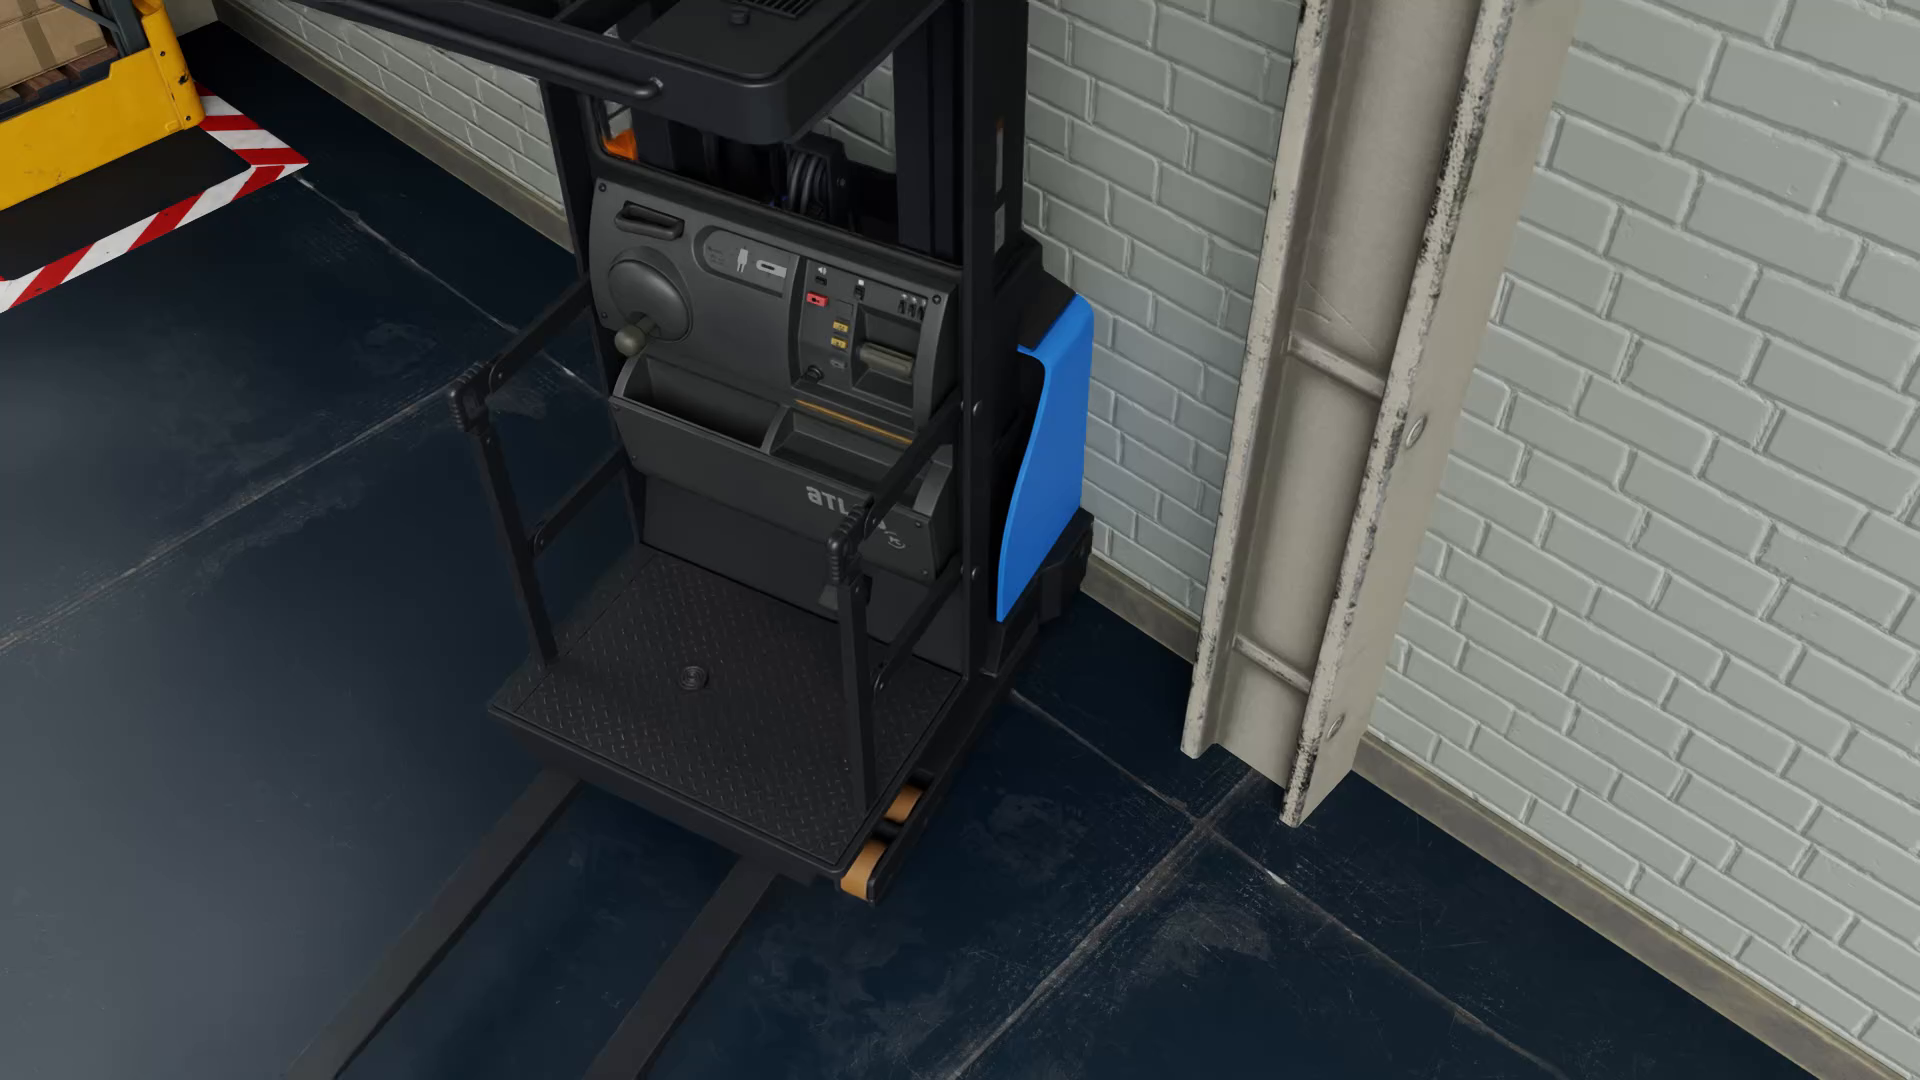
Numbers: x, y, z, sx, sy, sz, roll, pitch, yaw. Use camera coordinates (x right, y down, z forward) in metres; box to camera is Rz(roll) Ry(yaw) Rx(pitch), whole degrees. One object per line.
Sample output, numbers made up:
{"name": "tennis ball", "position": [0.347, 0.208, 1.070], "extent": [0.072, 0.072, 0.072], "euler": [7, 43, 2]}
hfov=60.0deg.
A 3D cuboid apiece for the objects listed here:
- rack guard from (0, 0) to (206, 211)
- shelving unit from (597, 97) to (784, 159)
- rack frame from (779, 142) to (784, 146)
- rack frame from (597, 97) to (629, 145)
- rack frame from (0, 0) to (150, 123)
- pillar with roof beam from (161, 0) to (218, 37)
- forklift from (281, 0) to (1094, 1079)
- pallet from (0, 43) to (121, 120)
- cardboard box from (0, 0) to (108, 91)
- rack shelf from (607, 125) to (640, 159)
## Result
{"name": "rack guard", "position": [-3.623, -1.694, 6.498], "extent": [0.348, 0.500, 1.175], "euler": [34, 55, 28]}
{"name": "shelving unit", "position": [-0.769, -0.844, 5.200], "extent": [0.503, 1.200, 0.258], "euler": [32, 58, 24]}
{"name": "rack frame", "position": [-0.579, -0.727, 5.100], "extent": [0.015, 1.200, 0.240], "euler": [32, 58, 24]}
{"name": "rack frame", "position": [-0.958, -0.961, 5.300], "extent": [0.015, 1.200, 0.240], "euler": [32, 58, 24]}
{"name": "rack frame", "position": [-3.641, -2.562, 5.598], "extent": [0.127, 3.000, 1.000], "euler": [34, 55, 28]}
{"name": "pillar with roof beam", "position": [-6.461, -3.136, 2.022], "extent": [0.400, 9.000, 9.100], "euler": [34, 55, 28]}
{"name": "forklift", "position": [-0.548, -0.443, 3.655], "extent": [1.130, 2.935, 3.031], "euler": [21, 50, 19]}
{"name": "pallet", "position": [-4.232, -1.963, 6.948], "extent": [1.213, 0.211, 1.003], "euler": [34, 55, 28]}
{"name": "cardboard box", "position": [-3.869, -2.112, 6.773], "extent": [0.500, 0.250, 0.500], "euler": [34, 56, 28]}
{"name": "rack shelf", "position": [-0.773, -1.095, 4.897], "extent": [0.480, 0.148, 0.258], "euler": [32, 58, 24]}
